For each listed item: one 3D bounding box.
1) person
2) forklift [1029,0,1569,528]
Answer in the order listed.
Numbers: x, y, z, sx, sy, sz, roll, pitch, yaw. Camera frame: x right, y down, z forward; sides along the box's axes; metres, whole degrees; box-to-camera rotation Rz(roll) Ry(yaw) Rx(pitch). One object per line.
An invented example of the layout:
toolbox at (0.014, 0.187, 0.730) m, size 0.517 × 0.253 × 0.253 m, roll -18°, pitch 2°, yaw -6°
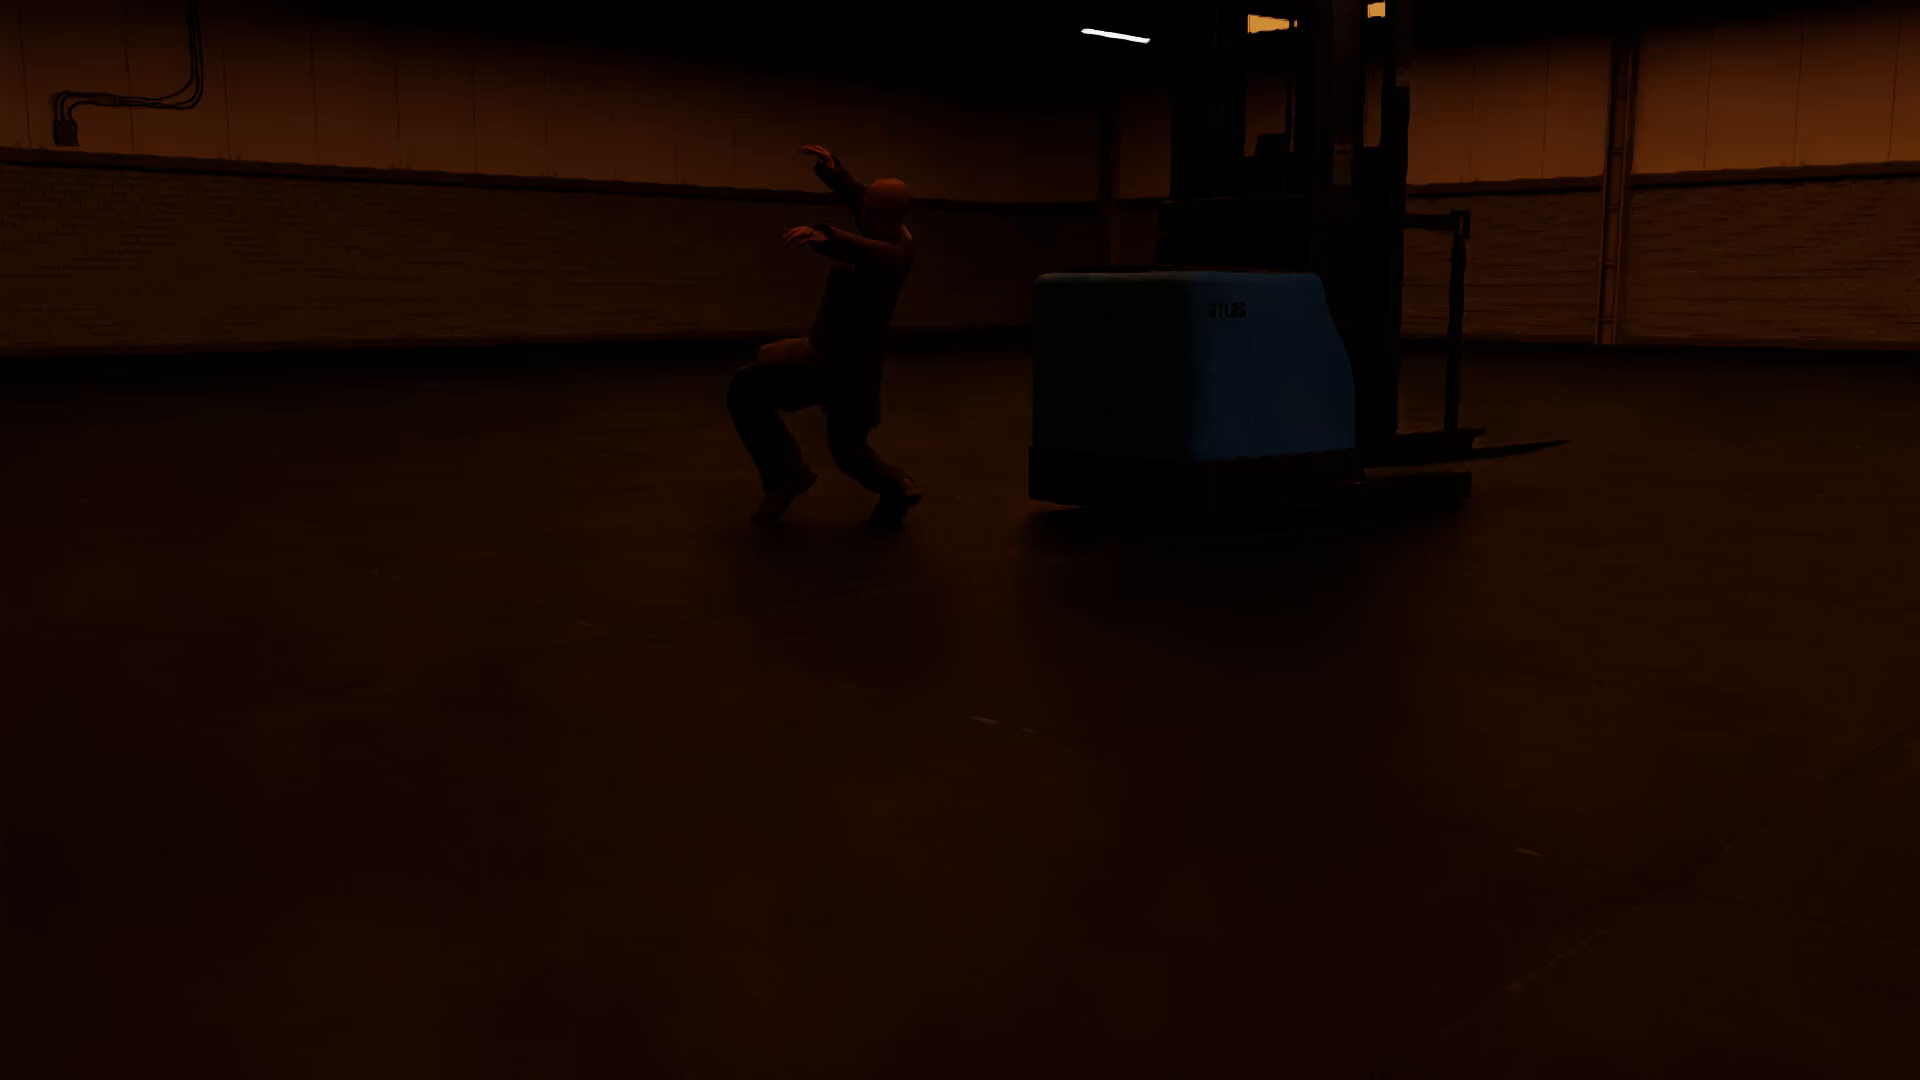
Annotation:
person at (-0.667, -0.825, 6.939) m, size 0.893 × 1.641 × 1.169 m, roll 4°, pitch 10°, yaw 27°
forklift at (1.784, -1.651, 7.836) m, size 3.031 × 2.935 × 1.130 m, roll -7°, pitch 11°, yaw -37°
